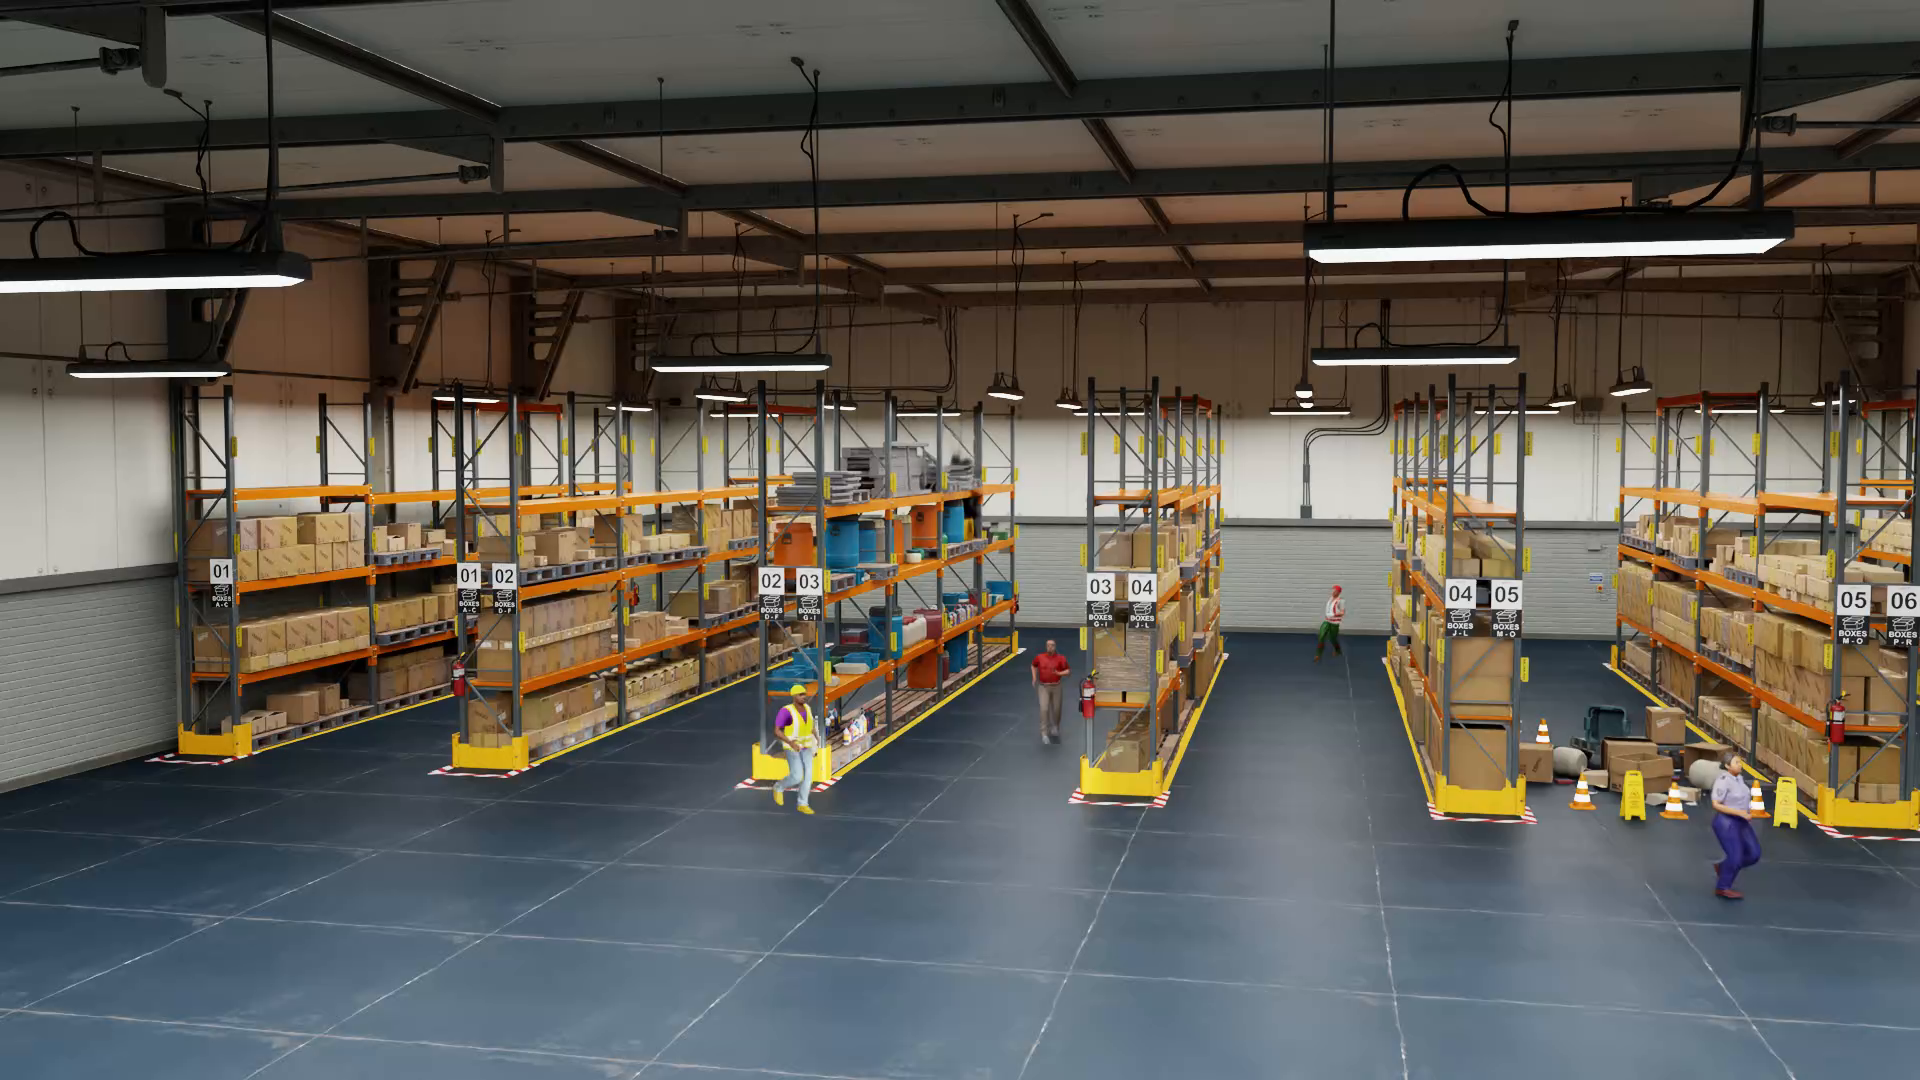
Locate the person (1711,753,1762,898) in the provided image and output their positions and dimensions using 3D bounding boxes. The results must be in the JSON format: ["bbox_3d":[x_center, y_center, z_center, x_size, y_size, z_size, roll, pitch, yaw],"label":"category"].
[{"bbox_3d":[8.603,3.165,18.457,0.600,1.599,0.561,-2,4,-37],"label":"person"}]

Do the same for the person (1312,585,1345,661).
[{"bbox_3d":[8.664,1.930,38.748,0.930,1.767,0.700,-2,4,-36],"label":"person"}]

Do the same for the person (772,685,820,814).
[{"bbox_3d":[-2.253,2.857,22.873,0.720,1.754,0.726,3,4,44],"label":"person"}]

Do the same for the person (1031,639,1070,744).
[{"bbox_3d":[1.533,2.540,28.213,0.662,1.714,0.953,0,3,3],"label":"person"}]
